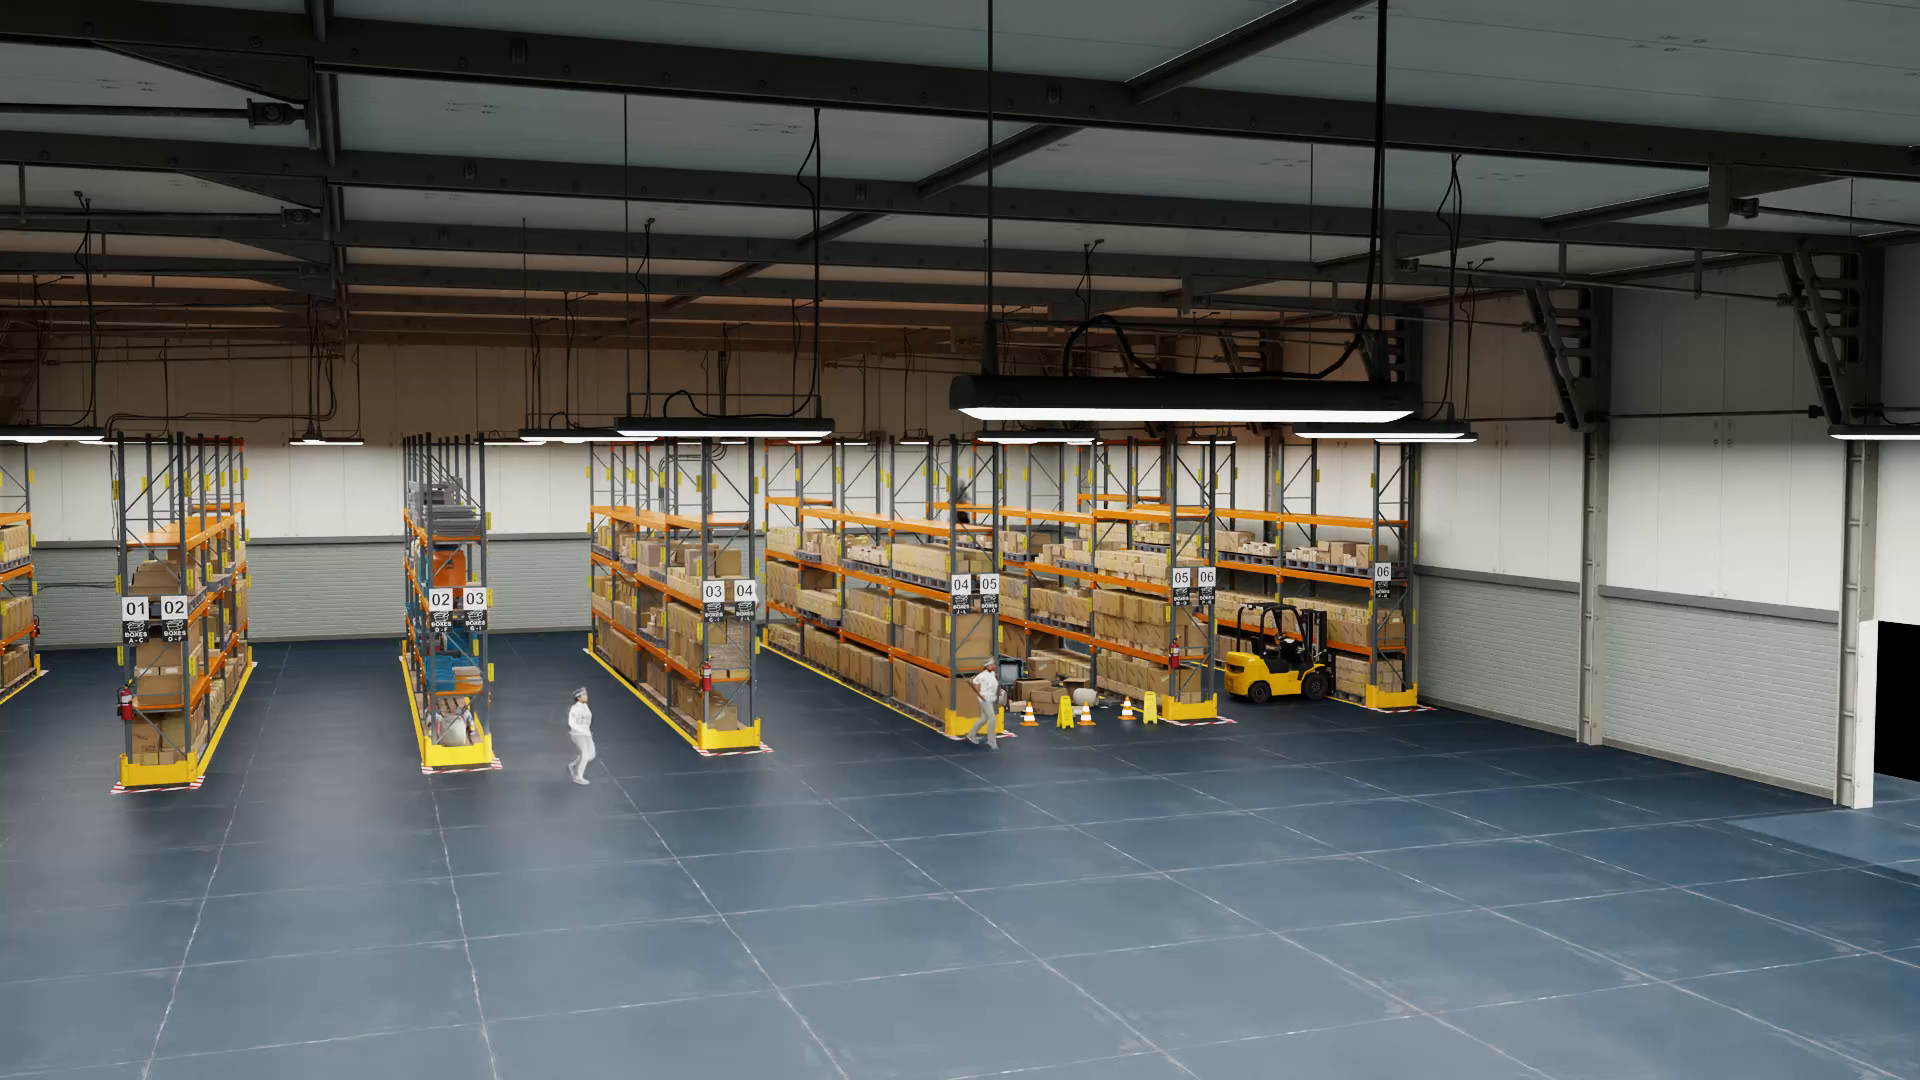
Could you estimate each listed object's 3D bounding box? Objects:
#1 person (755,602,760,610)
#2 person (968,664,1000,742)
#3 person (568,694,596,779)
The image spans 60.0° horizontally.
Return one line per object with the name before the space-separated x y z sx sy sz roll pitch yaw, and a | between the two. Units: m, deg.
person | -6.298 2.156 49.011 0.486 1.701 0.763 -3 4 -40
person | 0.470 3.057 31.813 0.666 1.536 0.599 2 4 29
person | -6.473 3.313 28.335 0.449 1.545 0.630 1 3 13
